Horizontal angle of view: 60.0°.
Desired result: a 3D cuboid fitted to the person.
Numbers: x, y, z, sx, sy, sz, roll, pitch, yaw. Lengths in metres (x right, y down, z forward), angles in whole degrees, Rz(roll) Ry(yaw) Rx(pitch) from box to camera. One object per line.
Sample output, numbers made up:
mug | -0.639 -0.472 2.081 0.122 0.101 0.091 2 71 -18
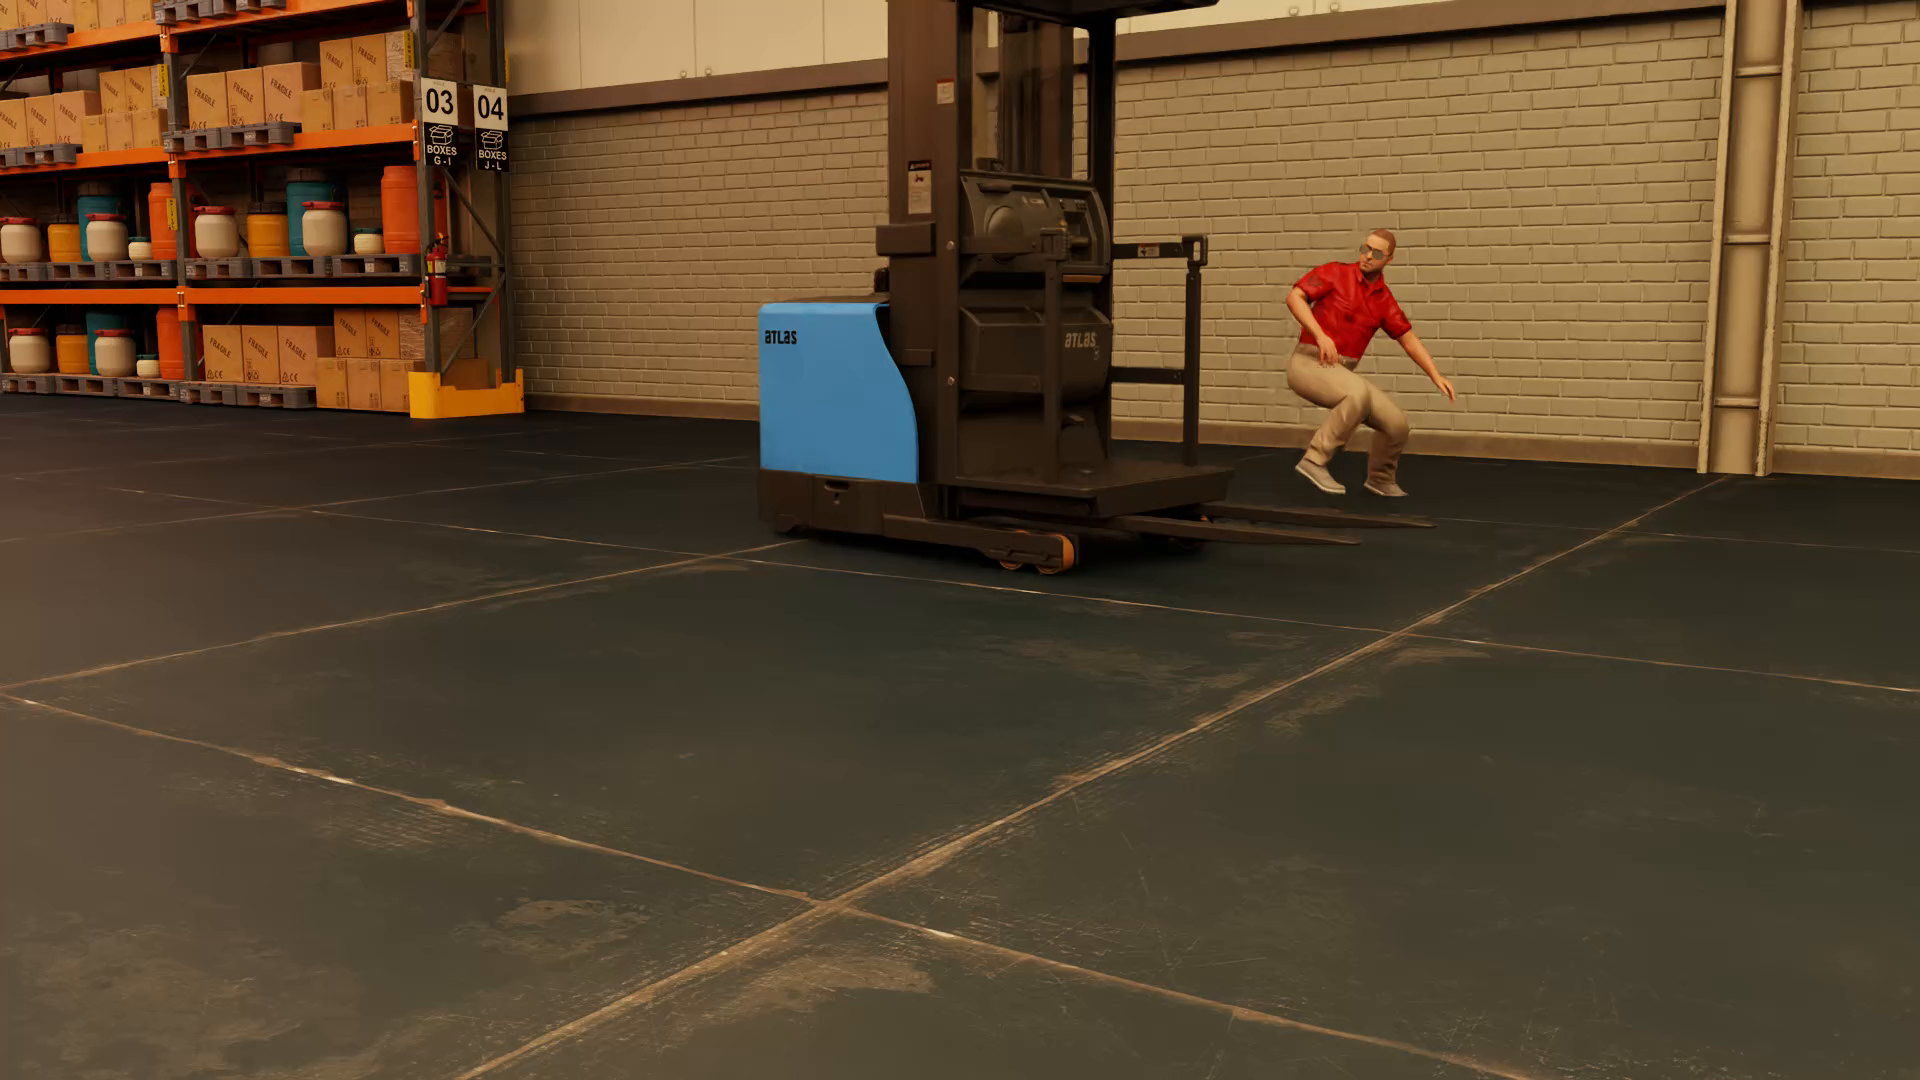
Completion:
person | 2.197 -0.915 9.038 0.902 1.520 0.704 -6 10 -37

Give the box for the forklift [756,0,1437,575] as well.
forklift | 0.491 -1.394 6.997 3.031 2.935 1.130 7 11 41
